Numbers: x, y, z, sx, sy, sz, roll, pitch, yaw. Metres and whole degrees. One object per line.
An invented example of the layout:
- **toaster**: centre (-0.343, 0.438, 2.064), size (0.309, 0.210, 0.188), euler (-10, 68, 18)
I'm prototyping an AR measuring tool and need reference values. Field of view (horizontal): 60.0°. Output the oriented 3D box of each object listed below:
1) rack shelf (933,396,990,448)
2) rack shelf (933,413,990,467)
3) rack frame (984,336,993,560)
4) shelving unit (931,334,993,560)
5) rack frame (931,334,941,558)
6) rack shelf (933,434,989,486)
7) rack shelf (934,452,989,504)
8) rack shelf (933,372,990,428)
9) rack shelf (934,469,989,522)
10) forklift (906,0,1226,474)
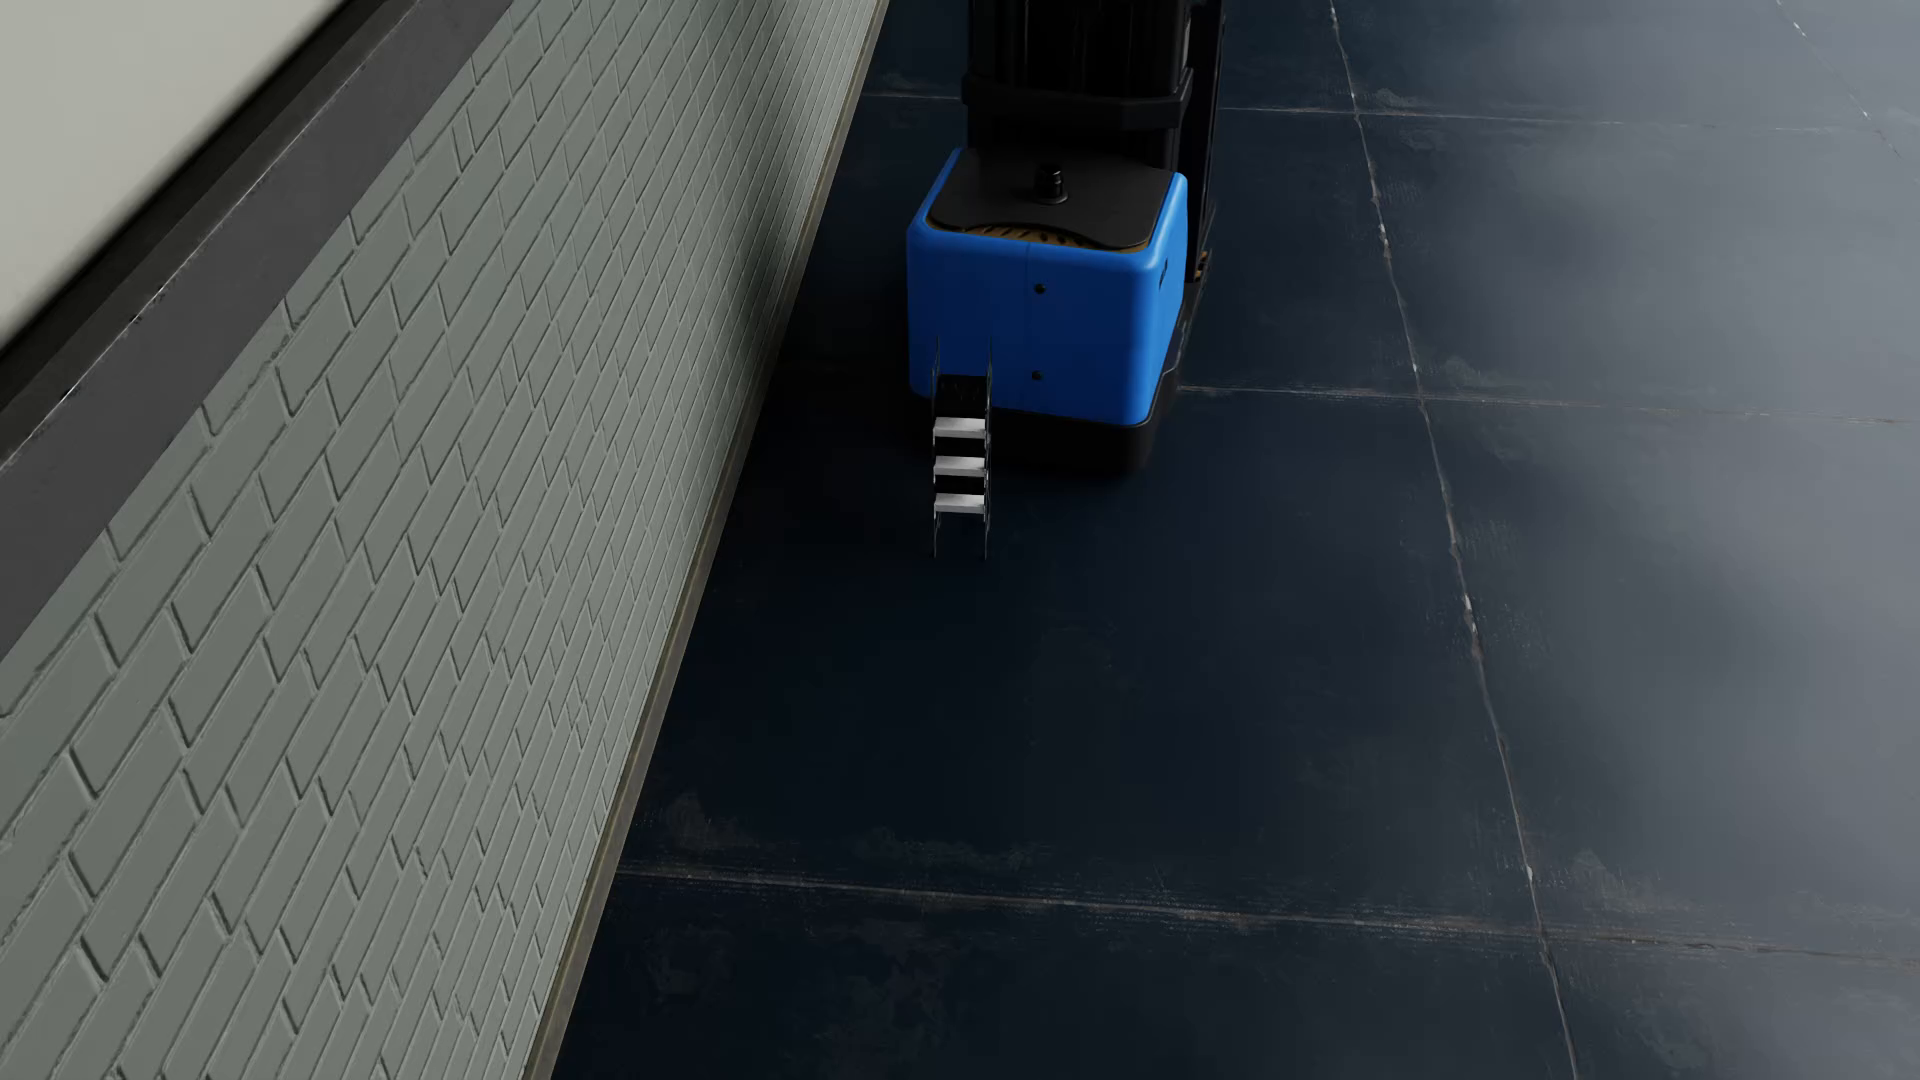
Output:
- **rack shelf**: centre (0.008, -0.462, 6.373), size (0.200, 0.077, 0.258), euler (3, 39, 4)
- **rack shelf**: centre (0.008, -0.393, 6.430), size (0.200, 0.077, 0.258), euler (3, 39, 4)
- **rack frame**: centre (0.109, -0.343, 6.459), size (0.006, 0.900, 0.240), euler (3, 39, 4)
- **shelving unit**: centre (0.008, -0.349, 6.465), size (0.210, 0.900, 0.258), euler (3, 39, 4)
- **rack frame**: centre (-0.093, -0.354, 6.472), size (0.006, 0.900, 0.240), euler (3, 39, 4)
- **rack shelf**: centre (0.008, -0.323, 6.486), size (0.200, 0.077, 0.258), euler (3, 39, 4)
- **rack shelf**: centre (0.008, -0.253, 6.543), size (0.200, 0.077, 0.258), euler (3, 39, 4)
- **rack shelf**: centre (0.008, -0.532, 6.316), size (0.200, 0.077, 0.258), euler (3, 39, 4)
- **rack shelf**: centre (0.008, -0.183, 6.600), size (0.200, 0.077, 0.258), euler (3, 39, 4)
- **forklift**: centre (0.635, -2.350, 7.315), size (1.130, 2.935, 3.031), euler (9, 40, 11)
